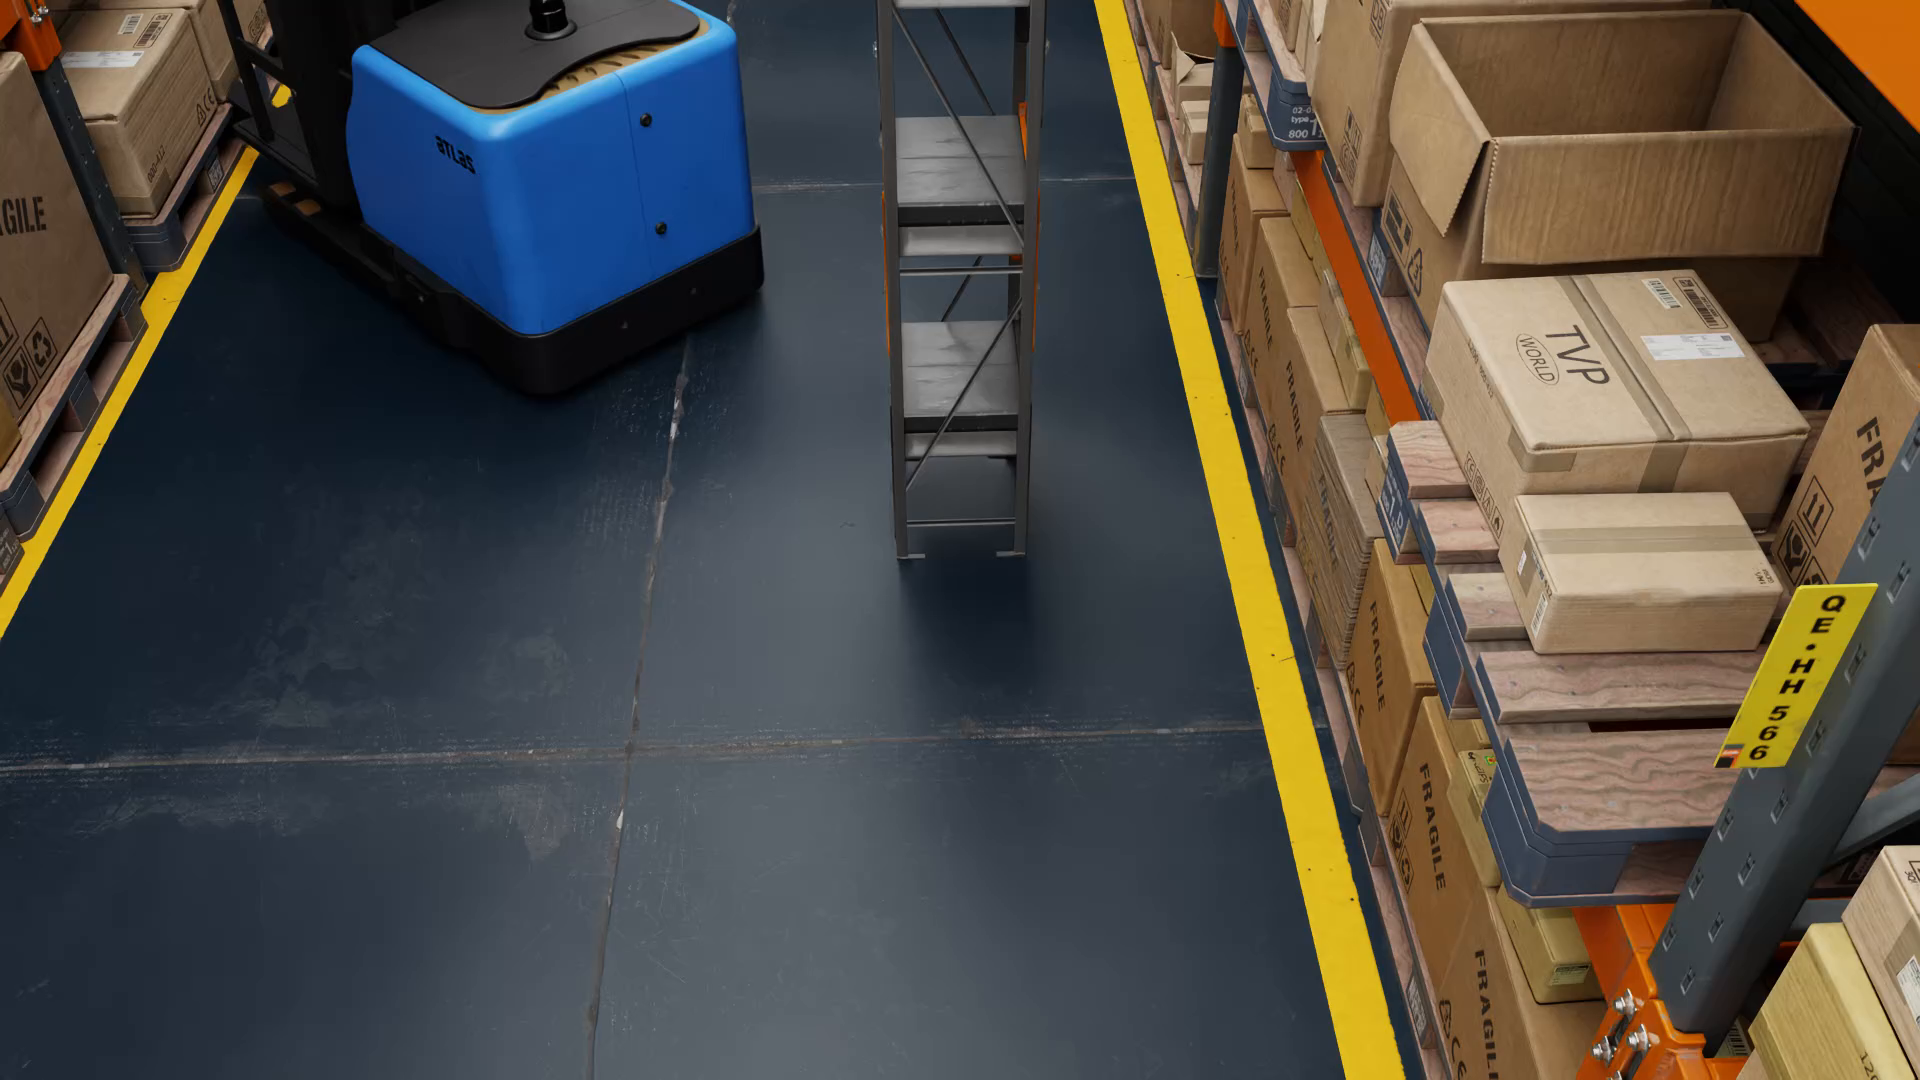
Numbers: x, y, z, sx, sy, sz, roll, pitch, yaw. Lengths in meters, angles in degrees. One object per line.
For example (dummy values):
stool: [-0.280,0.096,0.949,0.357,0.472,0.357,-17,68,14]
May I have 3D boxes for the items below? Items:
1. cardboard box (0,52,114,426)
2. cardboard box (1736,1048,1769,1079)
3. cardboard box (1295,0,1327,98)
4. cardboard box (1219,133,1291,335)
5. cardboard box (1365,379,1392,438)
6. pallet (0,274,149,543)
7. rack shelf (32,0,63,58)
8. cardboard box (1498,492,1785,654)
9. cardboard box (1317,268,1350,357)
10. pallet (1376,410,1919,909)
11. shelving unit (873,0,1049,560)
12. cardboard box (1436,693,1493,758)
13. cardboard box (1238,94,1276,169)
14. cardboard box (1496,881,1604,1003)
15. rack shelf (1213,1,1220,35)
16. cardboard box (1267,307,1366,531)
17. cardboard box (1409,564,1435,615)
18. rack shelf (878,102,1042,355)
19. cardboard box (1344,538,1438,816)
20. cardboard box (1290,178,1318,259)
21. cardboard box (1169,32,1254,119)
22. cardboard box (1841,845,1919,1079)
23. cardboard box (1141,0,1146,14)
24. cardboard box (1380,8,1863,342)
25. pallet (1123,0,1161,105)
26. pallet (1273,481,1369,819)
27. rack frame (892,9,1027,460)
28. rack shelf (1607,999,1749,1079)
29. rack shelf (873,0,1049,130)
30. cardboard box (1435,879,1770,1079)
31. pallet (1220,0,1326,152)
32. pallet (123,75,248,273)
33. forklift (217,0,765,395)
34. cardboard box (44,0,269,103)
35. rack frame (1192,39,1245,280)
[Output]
cardboard box: [-3.457,-0.962,5.341,0.875,0.875,0.875,0,43,0]
cardboard box: [1.341,0.911,2.148,0.500,0.250,0.500,-1,43,-2]
cardboard box: [1.072,-1.308,4.246,0.396,0.266,0.258,0,43,0]
cardboard box: [1.192,-1.052,5.717,0.500,0.500,0.500,0,43,0]
cardboard box: [1.304,-0.313,4.431,0.380,0.149,0.250,-1,43,-2]
pallet: [-3.455,-0.460,5.596,1.003,0.211,1.213,-2,43,-2]
rack shelf: [-3.648,-3.092,6.935,1.077,0.370,4.000,-2,43,-2]
cardboard box: [1.155,0.054,2.846,0.380,0.149,0.250,-1,43,-1]
cardboard box: [1.256,-0.662,4.811,0.380,0.149,0.250,-2,43,-2]
pallet: [1.467,0.164,2.993,1.213,0.211,1.003,-2,43,-2]
shelving unit: [-0.007,-0.886,4.662,0.431,2.100,0.503,-2,43,-2]
cardboard box: [1.282,0.388,3.666,0.380,0.149,0.250,-3,43,-3]
cardboard box: [1.146,-1.374,5.588,0.380,0.149,0.250,0,43,0]
cardboard box: [1.292,0.750,3.271,0.380,0.149,0.250,-4,43,-4]
rack shelf: [1.311,-3.237,7.093,1.077,0.370,4.000,-2,43,-2]
cardboard box: [1.241,-0.356,4.957,0.500,0.500,0.500,-3,43,-3]
cardboard box: [1.305,0.040,4.046,0.380,0.149,0.250,-2,43,-2]
rack shelf: [-0.007,-0.876,4.672,0.431,0.518,0.480,-2,43,-2]
cardboard box: [1.298,0.345,4.193,0.500,0.500,0.500,0,43,0]
cardboard box: [1.257,-1.017,5.198,0.380,0.149,0.250,-4,43,-4]
cardboard box: [1.064,-1.907,6.823,0.396,0.266,0.258,0,43,0]
cardboard box: [1.285,0.496,1.934,0.380,0.149,0.250,0,43,-1]
cardboard box: [1.078,-2.732,7.549,0.500,0.500,0.500,-1,43,-1]
cardboard box: [1.312,-0.741,3.451,0.797,0.503,0.637,-3,43,-3]
pallet: [1.313,-2.413,7.726,1.003,0.211,1.213,-2,43,-2]
pallet: [1.523,0.250,4.821,1.003,0.211,1.213,-2,43,-2]
rack frame: [-0.017,-1.051,4.842,0.400,2.100,0.015,-2,43,-2]
rack shelf: [1.651,2.164,1.201,1.077,0.370,4.000,-2,43,-2]
rack shelf: [-0.007,-1.392,4.199,0.431,0.518,0.480,-2,43,-2]
cardboard box: [1.333,1.036,3.439,0.500,0.500,0.500,-1,43,-1]
pallet: [1.321,-1.538,4.850,1.003,0.211,1.213,-2,43,-2]
pallet: [-3.517,-1.494,6.724,1.003,0.211,1.213,-2,43,-2]
forklift: [-2.126,-2.468,5.773,3.031,2.935,1.130,34,52,31]
cardboard box: [-3.521,-2.248,7.068,0.875,0.438,0.875,-3,43,-3]
rack frame: [1.396,-2.152,5.377,1.000,3.000,0.127,-2,43,-2]
